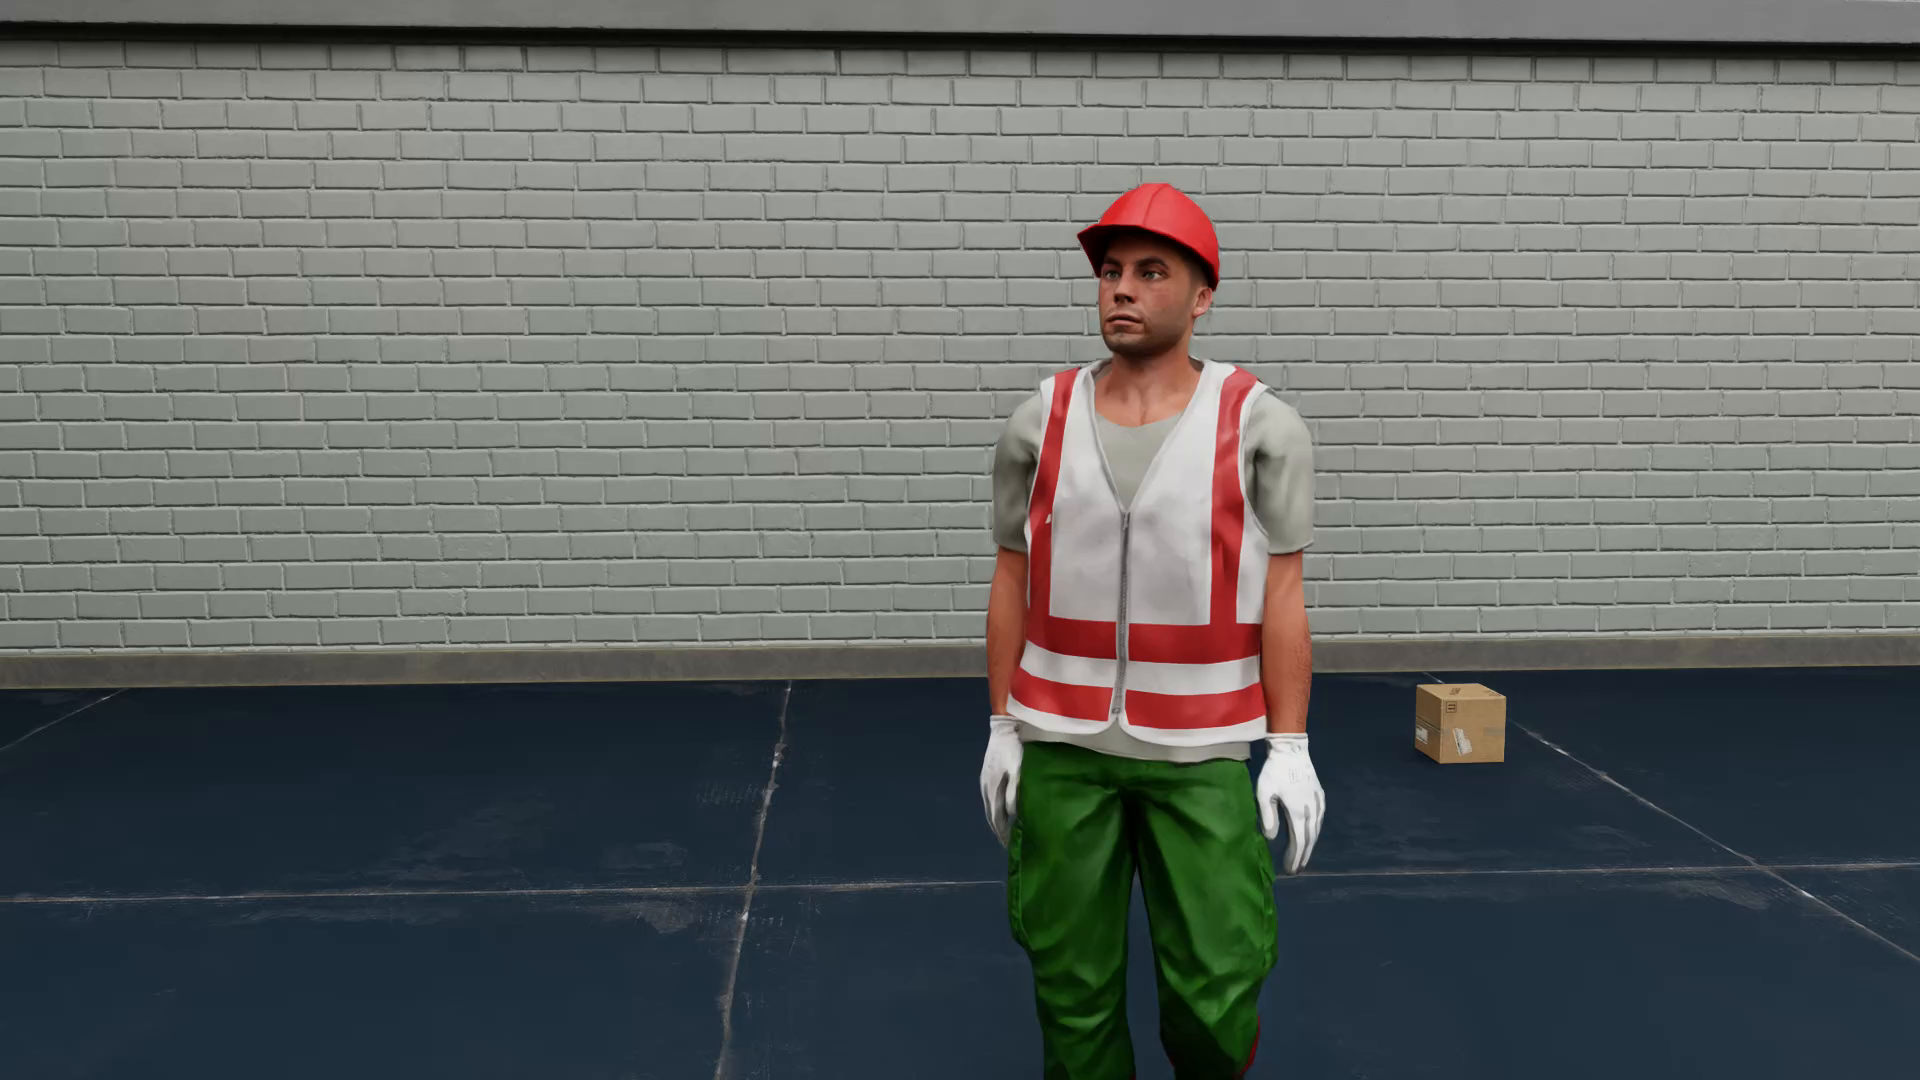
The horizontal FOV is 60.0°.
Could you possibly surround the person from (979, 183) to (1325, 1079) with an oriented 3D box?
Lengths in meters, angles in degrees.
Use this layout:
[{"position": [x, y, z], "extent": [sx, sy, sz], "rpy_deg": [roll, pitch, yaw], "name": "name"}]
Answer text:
[{"position": [0.300, 0.331, 2.657], "extent": [0.558, 1.778, 0.555], "rpy_deg": [2, 7, 16], "name": "person"}]
